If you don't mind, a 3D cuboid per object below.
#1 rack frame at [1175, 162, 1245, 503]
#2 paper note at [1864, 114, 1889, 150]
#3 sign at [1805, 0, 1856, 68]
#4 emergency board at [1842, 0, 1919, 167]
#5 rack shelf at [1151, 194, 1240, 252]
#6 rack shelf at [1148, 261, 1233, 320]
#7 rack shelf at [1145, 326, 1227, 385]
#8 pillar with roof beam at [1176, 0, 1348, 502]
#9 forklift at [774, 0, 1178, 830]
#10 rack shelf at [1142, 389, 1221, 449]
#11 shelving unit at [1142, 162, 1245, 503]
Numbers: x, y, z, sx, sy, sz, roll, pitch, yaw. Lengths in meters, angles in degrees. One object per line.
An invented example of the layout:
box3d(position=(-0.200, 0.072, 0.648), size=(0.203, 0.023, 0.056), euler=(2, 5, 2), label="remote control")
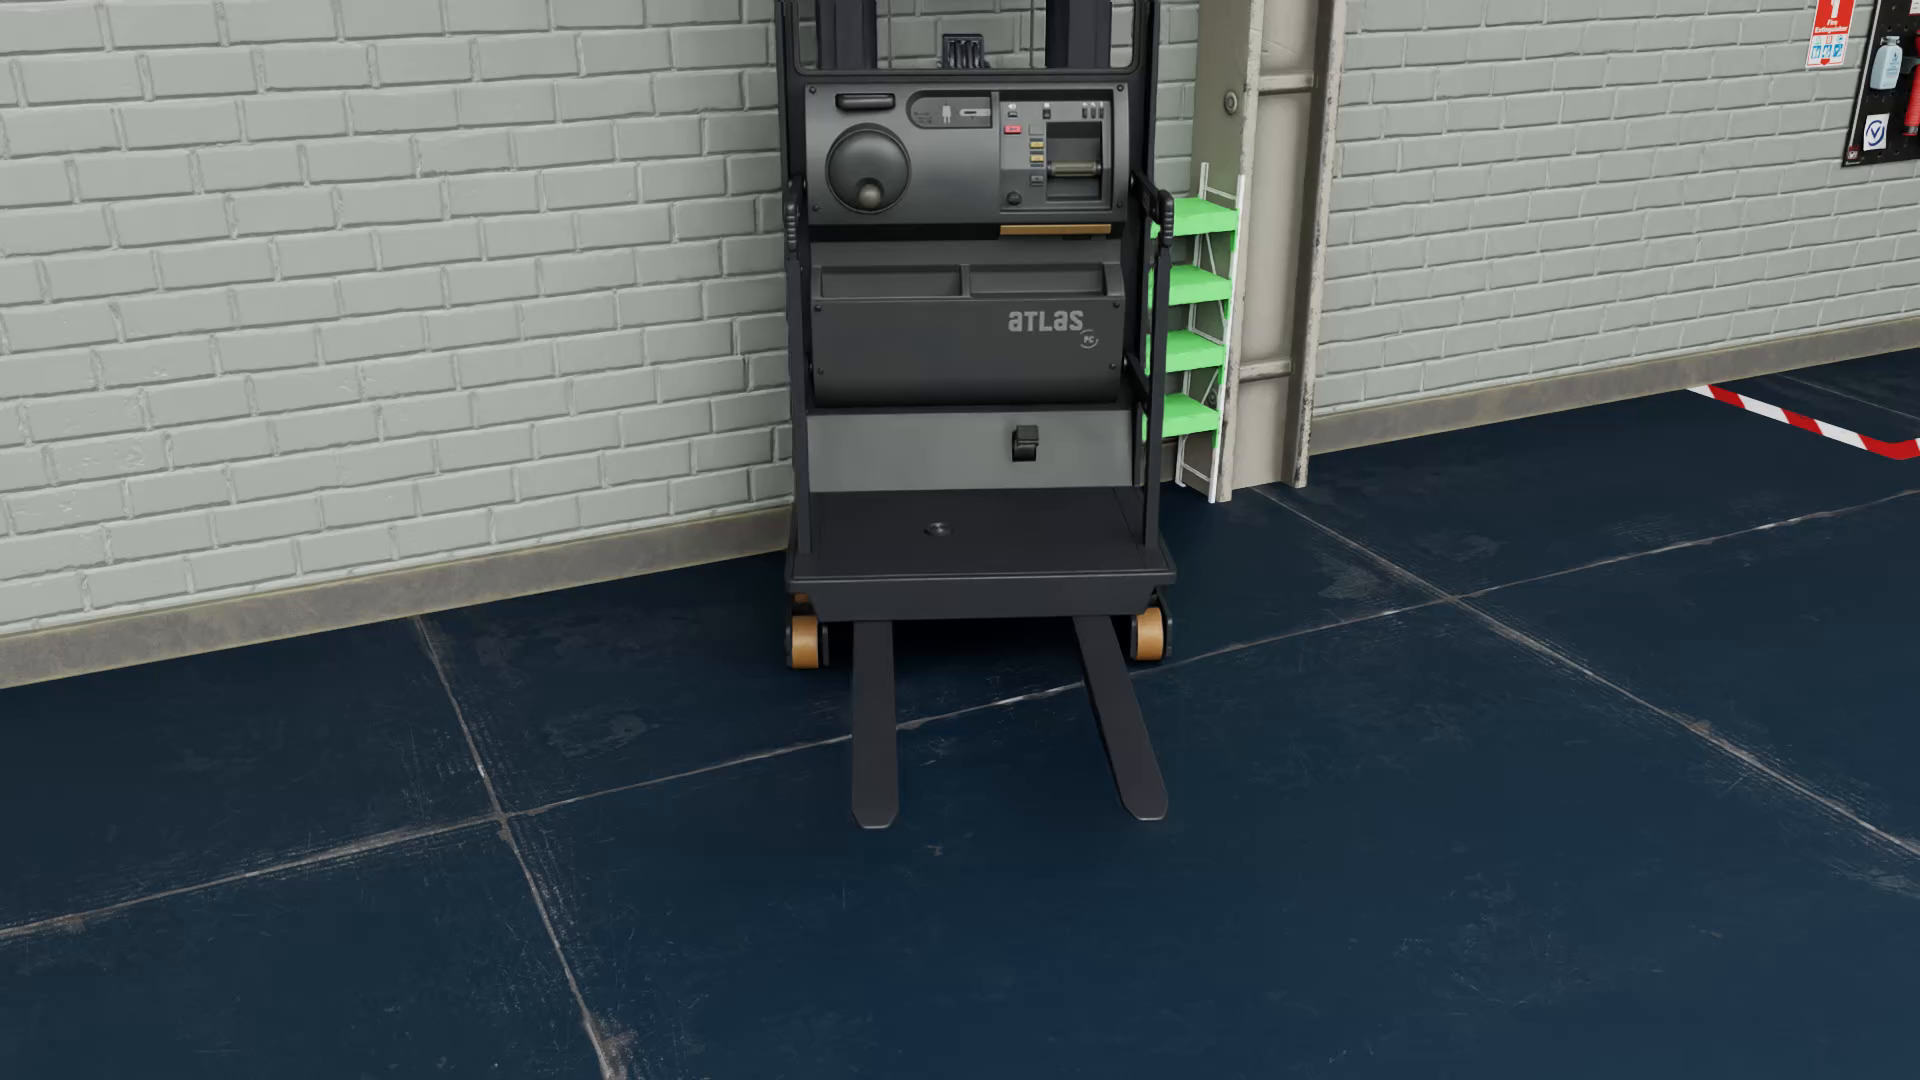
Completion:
box3d(position=(0.886, -0.722, 5.938), size=(0.015, 1.200, 0.240), euler=(-10, 26, -25), label="rack frame")
box3d(position=(4.033, -1.795, 7.316), size=(0.142, 0.148, 0.016), euler=(-10, 25, -24), label="paper note")
box3d(position=(3.680, -2.168, 7.018), size=(0.234, 0.329, 0.001), euler=(-10, 25, -24), label="sign")
box3d(position=(4.222, -2.207, 7.161), size=(0.643, 1.169, 0.194), euler=(-10, 25, -24), label="emergency board")
box3d(position=(0.678, -1.064, 5.669), size=(0.480, 0.148, 0.258), euler=(-10, 26, -25), label="rack shelf")
box3d(position=(0.672, -0.845, 5.766), size=(0.480, 0.148, 0.258), euler=(-10, 26, -25), label="rack shelf")
box3d(position=(0.666, -0.625, 5.862), size=(0.480, 0.148, 0.258), euler=(-10, 26, -25), label="rack shelf")
box3d(position=(2.926, -2.897, 0.984), size=(0.400, 9.000, 9.100), euler=(-10, 25, -24), label="pillar with roof beam")
box3d(position=(0.036, -1.103, 4.582), size=(1.130, 2.935, 3.031), euler=(-1, 23, -3), label="forklift")
box3d(position=(0.660, -0.405, 5.959), size=(0.480, 0.148, 0.258), euler=(-10, 26, -25), label="rack shelf")
box3d(position=(0.668, -0.683, 5.836), size=(0.503, 1.200, 0.258), euler=(-10, 26, -25), label="shelving unit")
